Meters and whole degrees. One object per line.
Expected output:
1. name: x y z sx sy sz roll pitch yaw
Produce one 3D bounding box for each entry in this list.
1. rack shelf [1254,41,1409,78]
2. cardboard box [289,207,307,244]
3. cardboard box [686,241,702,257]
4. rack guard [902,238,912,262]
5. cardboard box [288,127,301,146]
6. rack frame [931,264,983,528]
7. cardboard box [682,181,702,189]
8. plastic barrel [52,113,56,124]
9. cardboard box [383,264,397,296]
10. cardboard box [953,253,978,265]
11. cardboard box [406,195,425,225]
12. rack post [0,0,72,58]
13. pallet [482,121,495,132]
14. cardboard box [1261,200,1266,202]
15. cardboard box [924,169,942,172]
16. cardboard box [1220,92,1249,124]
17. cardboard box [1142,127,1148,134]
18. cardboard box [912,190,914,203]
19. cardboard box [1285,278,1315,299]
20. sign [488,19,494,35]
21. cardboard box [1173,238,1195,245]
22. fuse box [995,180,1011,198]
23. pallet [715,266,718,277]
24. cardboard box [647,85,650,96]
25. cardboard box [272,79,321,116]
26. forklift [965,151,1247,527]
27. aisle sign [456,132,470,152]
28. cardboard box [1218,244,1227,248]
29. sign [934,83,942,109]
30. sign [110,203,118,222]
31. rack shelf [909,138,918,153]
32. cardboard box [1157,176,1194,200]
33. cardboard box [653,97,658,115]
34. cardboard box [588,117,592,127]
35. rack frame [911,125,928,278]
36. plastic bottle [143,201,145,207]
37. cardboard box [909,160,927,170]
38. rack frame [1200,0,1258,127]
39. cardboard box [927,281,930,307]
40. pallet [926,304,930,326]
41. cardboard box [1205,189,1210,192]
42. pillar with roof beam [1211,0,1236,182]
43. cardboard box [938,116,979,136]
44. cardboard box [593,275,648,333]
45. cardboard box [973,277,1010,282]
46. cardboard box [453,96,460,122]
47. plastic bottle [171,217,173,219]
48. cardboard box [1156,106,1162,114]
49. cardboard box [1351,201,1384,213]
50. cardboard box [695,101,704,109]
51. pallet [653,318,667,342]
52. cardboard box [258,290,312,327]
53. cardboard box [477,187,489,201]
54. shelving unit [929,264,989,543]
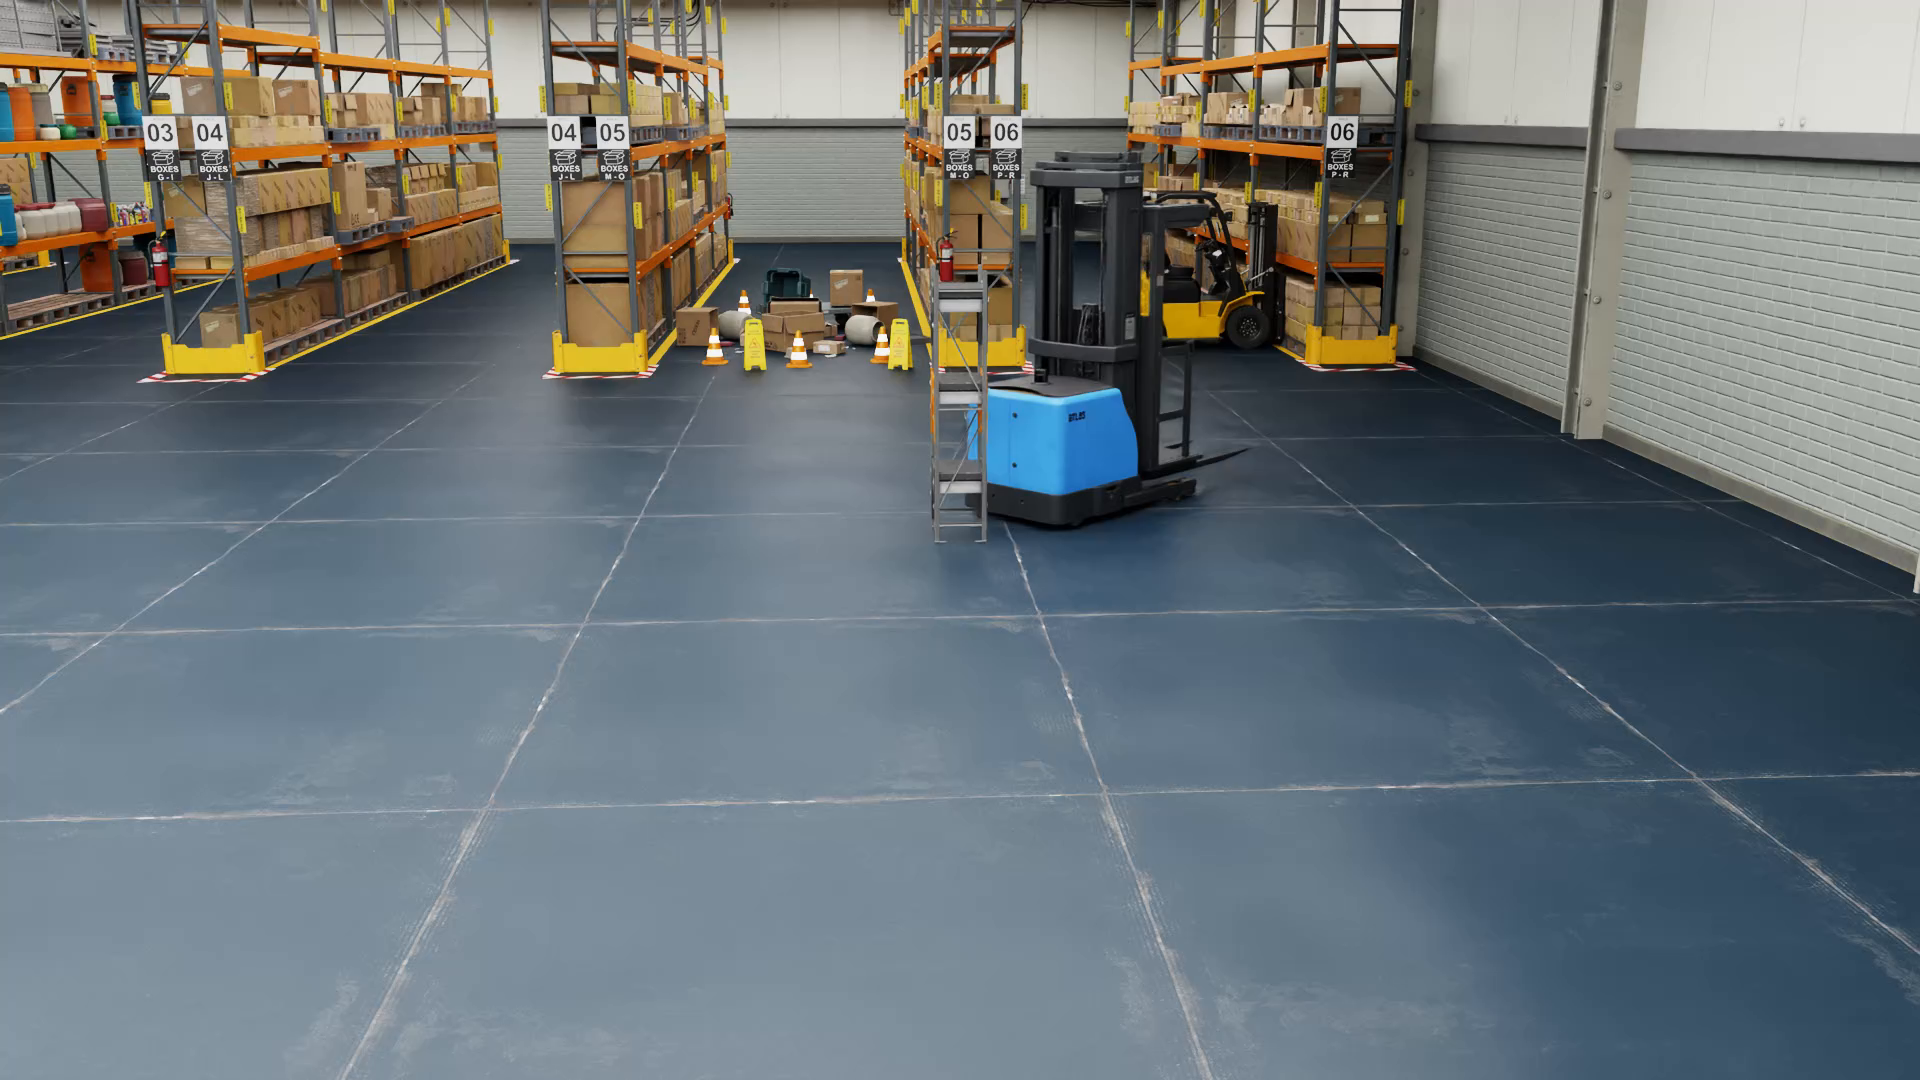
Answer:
1. rack shelf: 5.108 -6.706 23.276 1.077 0.370 4.000 -1 14 -3
2. cardboard box: -9.767 -4.441 23.470 0.875 0.500 0.500 -1 14 -3
3. cardboard box: -4.984 -5.313 30.324 0.500 0.250 0.500 -1 14 -4
4. rack guard: -0.715 -6.542 37.450 1.175 0.500 0.348 -1 14 -3
5. cardboard box: -9.513 -5.623 23.144 0.500 0.250 0.500 -1 14 -4
6. rack frame: -0.025 -1.119 13.161 0.400 2.100 0.015 -1 14 -3
7. cardboard box: -5.148 -6.792 31.873 0.380 0.149 0.250 -1 14 -5
8. plastic barrel: -15.338 -6.953 27.784 0.421 0.512 0.421 0 14 0
9. cardboard box: -10.047 -4.440 28.398 0.700 0.500 0.500 -2 15 -6
10. cardboard box: 0.042 -3.736 22.029 0.380 0.149 0.250 0 14 -2
11. cardboard box: -9.901 -5.906 29.760 0.500 0.500 0.500 -1 14 -5
12. rack post: -15.012 -8.023 25.750 1.013 1.000 3.121 -1 14 -3
13. pallet: -10.548 -8.819 35.441 1.003 0.211 1.213 -1 14 -3
14. cardboard box: 4.759 -5.055 25.150 0.380 0.149 0.250 -1 14 -2
15. cardboard box: -0.145 -5.074 23.921 0.700 0.500 0.500 -1 14 -5
16. cardboard box: 4.601 -7.151 27.534 0.500 0.500 0.500 -1 14 -2
17. cardboard box: 4.047 -8.628 35.024 0.380 0.149 0.250 -1 14 -2
18. cardboard box: -0.654 -6.552 31.771 0.500 0.250 0.500 -1 14 -3
19. cardboard box: 4.814 -3.563 23.523 0.500 0.250 0.500 -1 14 -3
20. sign: -10.062 -10.995 35.665 0.100 0.325 0.005 -1 14 -3
21. cardboard box: 4.398 -5.844 32.591 0.380 0.149 0.250 -1 14 -4
22. fuse box: 1.020 -8.521 42.710 0.539 1.711 0.414 -1 14 -3
23. pallet: -5.476 -5.466 33.848 1.003 0.211 1.213 -1 14 -3
24. cardboard box: -4.469 -6.166 22.812 0.380 0.149 0.250 -1 14 -3
25. cardboard box: -9.578 -6.389 24.016 0.500 0.500 0.500 -1 14 -5
26. forklift: 1.406 -1.827 14.244 1.130 2.935 3.031 13 19 40
27. aisle sign: -10.908 -8.866 36.248 0.394 0.787 0.004 -1 14 -3
28. cardboard box: 4.930 -5.403 30.879 0.380 0.149 0.250 -1 14 -3
29. sign: -0.277 -5.645 21.151 0.100 0.325 0.005 -1 14 -3
30. sign: -14.503 -5.617 28.510 0.100 0.325 0.005 -1 14 -3
31. rack shelf: -0.341 -7.359 31.031 1.077 0.370 4.000 -1 14 -3
32. cardboard box: 4.295 -6.958 33.004 0.700 0.500 0.500 -1 14 -2
33. cardboard box: -4.586 -6.192 23.715 0.500 0.250 0.500 -1 14 -4
34. cardboard box: -5.061 -5.516 21.885 0.380 0.149 0.250 -1 14 -3
35. rack frame: -0.465 -6.752 33.249 1.000 3.000 0.127 -1 14 -3
36. plastic bottle: -15.703 -6.368 31.991 0.061 0.283 0.133 -1 14 -3
37. cardboard box: -0.770 -7.398 33.551 0.500 0.500 0.500 -1 14 -4
38. rack frame: 4.737 -8.740 28.936 1.000 3.000 0.127 -1 14 -3
39. cardboard box: -0.052 -4.002 26.993 0.950 0.372 0.625 0 14 0
40. pallet: -0.019 -3.605 26.616 1.003 0.211 1.213 -1 14 -3
41. cardboard box: 4.480 -6.047 29.007 0.380 0.149 0.250 -1 14 -2
42. pillar with roof beam: 1.048 -9.855 33.271 9.100 9.000 0.400 -1 14 -3
43. cardboard box: -0.022 -5.415 21.736 0.500 0.250 0.500 -1 14 -4
44. cardboard box: -4.821 -3.227 22.969 0.875 0.875 0.875 -1 14 -4
45. cardboard box: 0.443 -3.468 23.656 0.500 0.500 0.500 -1 14 -2
46. cardboard box: -10.493 -8.679 33.476 0.700 0.500 0.500 0 14 -1
47. plastic bottle: -14.905 -6.229 31.316 0.144 0.351 0.185 -1 14 -3
48. cardboard box: 4.069 -8.475 32.791 0.380 0.149 0.250 0 14 -2
49. cardboard box: 5.425 -4.439 22.158 0.380 0.149 0.250 -1 14 -5
50. cardboard box: -5.176 -8.542 32.683 0.380 0.149 0.250 -1 14 -4
51. pallet: -4.935 -3.120 24.729 1.003 0.211 1.213 -1 14 -3
52. cardboard box: -9.833 -3.360 24.238 0.500 0.500 0.500 4 15 14
53. cardboard box: -10.246 -7.296 35.067 0.500 0.250 0.500 -1 14 -5
54. shelving unit: -0.010 -1.058 12.925 0.431 2.100 0.503 -1 14 -3
